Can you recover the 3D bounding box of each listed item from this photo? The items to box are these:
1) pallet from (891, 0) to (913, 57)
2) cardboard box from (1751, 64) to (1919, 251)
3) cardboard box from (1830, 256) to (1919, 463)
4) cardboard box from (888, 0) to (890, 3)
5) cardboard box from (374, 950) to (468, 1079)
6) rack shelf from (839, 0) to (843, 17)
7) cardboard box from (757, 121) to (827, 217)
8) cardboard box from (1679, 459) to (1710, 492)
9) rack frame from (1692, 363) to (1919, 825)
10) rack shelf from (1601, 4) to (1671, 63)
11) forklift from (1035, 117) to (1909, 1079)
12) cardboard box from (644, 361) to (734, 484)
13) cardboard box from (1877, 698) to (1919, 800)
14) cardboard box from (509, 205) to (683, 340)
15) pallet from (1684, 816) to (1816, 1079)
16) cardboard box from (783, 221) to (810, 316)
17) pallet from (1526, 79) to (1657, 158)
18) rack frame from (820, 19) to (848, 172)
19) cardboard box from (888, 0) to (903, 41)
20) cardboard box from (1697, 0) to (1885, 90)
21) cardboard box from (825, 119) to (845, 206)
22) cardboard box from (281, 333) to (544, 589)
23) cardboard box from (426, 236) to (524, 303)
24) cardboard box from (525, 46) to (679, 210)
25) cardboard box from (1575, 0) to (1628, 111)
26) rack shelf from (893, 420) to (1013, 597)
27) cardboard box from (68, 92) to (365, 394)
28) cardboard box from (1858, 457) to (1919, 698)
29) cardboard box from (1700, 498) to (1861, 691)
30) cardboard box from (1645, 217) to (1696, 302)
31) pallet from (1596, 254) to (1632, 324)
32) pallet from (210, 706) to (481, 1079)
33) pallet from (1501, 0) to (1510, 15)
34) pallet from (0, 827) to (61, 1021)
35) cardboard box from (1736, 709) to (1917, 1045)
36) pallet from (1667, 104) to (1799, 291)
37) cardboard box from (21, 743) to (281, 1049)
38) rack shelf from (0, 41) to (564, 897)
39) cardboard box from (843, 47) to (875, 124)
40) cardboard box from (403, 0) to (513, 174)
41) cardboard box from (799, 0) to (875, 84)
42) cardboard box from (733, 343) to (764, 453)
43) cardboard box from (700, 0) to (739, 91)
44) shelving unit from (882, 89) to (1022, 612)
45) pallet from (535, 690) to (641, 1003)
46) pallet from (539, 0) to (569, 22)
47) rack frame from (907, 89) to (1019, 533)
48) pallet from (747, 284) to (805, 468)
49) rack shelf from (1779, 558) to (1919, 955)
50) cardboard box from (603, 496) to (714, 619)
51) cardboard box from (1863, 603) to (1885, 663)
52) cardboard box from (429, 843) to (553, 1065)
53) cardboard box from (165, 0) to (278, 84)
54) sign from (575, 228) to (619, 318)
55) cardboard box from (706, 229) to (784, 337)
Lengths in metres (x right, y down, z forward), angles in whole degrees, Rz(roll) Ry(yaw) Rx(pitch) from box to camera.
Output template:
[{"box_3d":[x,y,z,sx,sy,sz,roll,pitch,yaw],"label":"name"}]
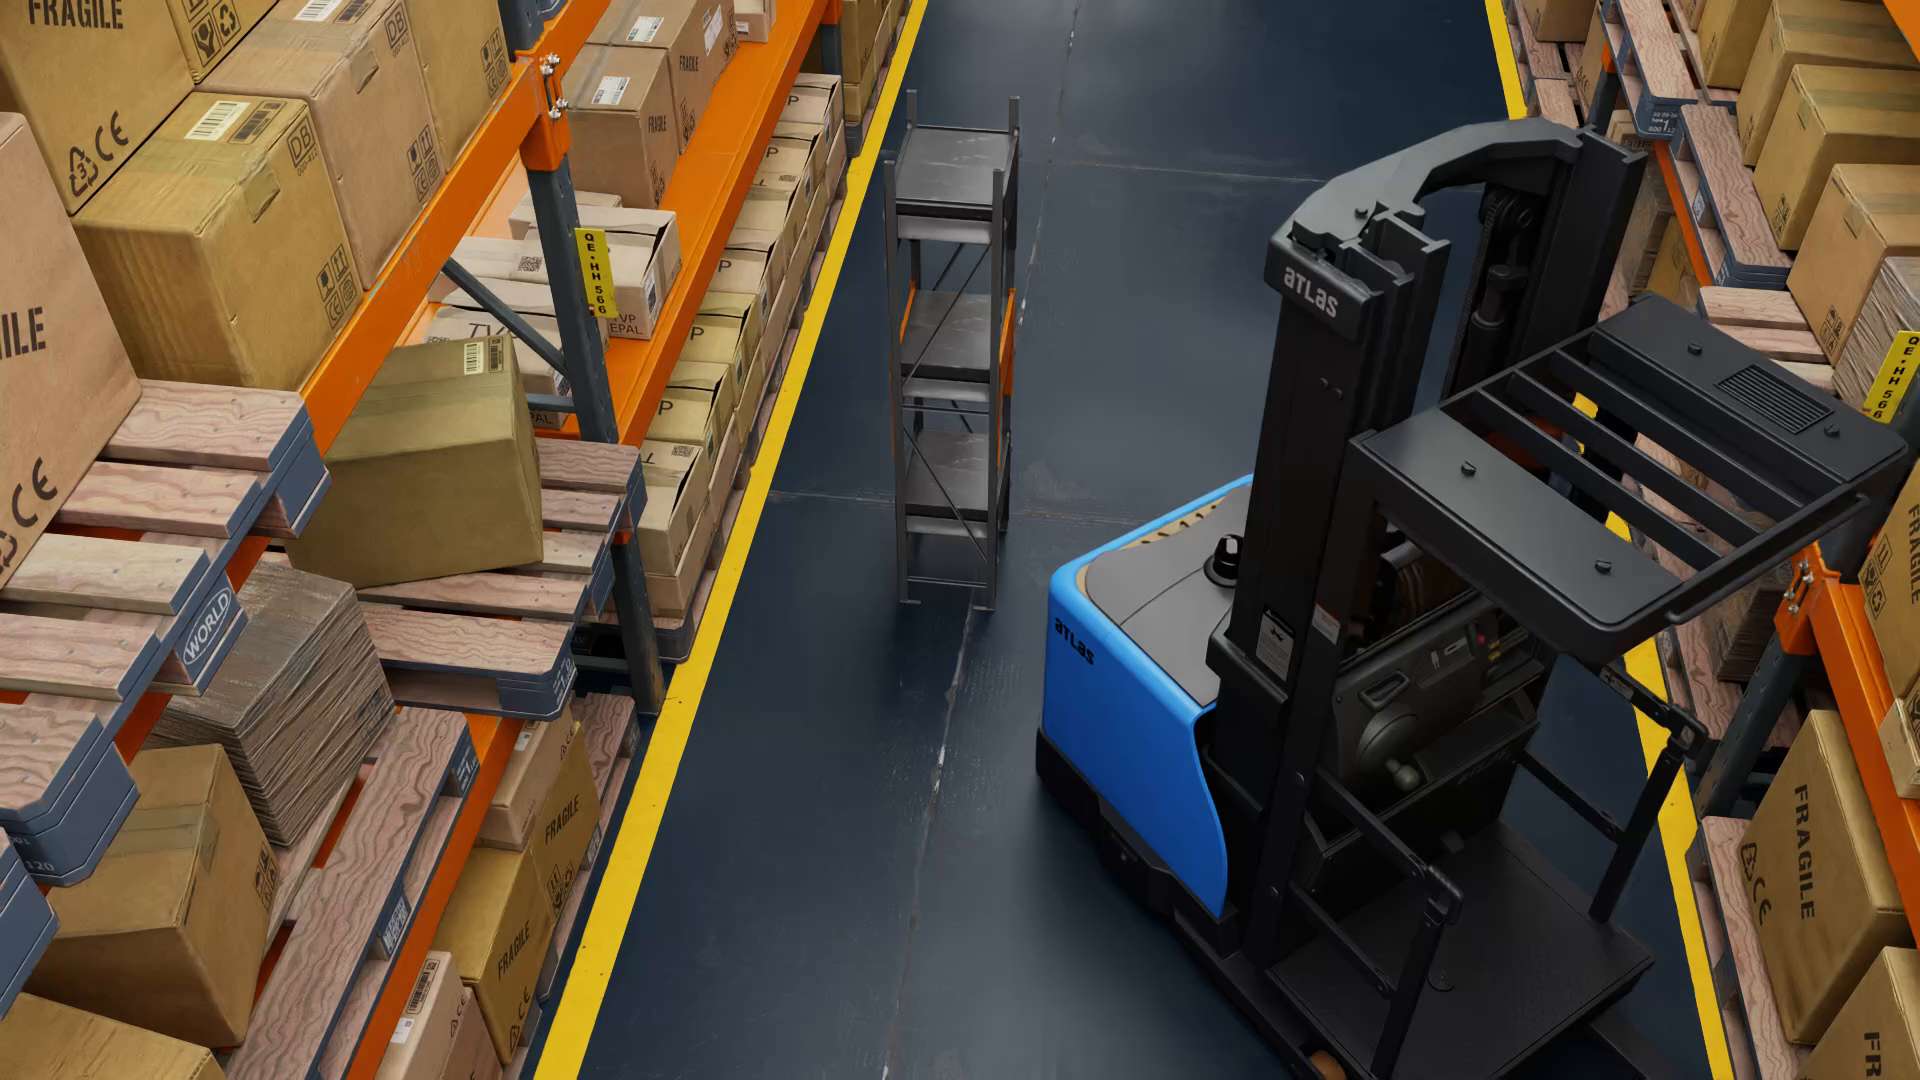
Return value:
[{"box_3d":[-0.838,-3.565,10.884,1.003,0.211,1.213,5,44,6],"label":"pallet"},{"box_3d":[3.433,-1.401,6.177,0.700,0.500,0.500,5,44,6],"label":"cardboard box"},{"box_3d":[3.291,-0.549,5.278,0.700,0.500,0.500,1,43,1],"label":"cardboard box"},{"box_3d":[-0.640,-3.601,10.043,0.500,0.500,0.500,5,44,6],"label":"cardboard box"},{"box_3d":[-1.698,1.391,4.574,0.500,0.250,0.500,4,44,5],"label":"cardboard box"},{"box_3d":[-0.879,-4.308,10.163,1.077,0.370,4.000,5,44,6],"label":"rack shelf"},{"box_3d":[-0.975,-1.906,8.390,0.500,0.311,0.500,6,44,7],"label":"cardboard box"},{"box_3d":[3.503,-0.461,7.076,0.700,0.500,0.500,5,44,5],"label":"cardboard box"},{"box_3d":[3.238,-0.032,5.124,1.000,3.000,0.127,5,44,6],"label":"rack frame"},{"box_3d":[4.032,-3.860,9.690,1.077,0.370,4.000,5,44,6],"label":"rack shelf"},{"box_3d":[1.531,0.473,4.640,1.130,2.935,3.031,-25,49,-24],"label":"forklift"},{"box_3d":[-1.251,-0.527,6.933,0.500,0.311,0.500,4,44,4],"label":"cardboard box"},{"box_3d":[2.804,0.600,4.626,0.380,0.149,0.250,6,44,7],"label":"cardboard box"},{"box_3d":[-1.362,-1.039,6.253,0.500,0.311,0.500,5,44,5],"label":"cardboard box"},{"box_3d":[3.059,1.511,5.523,1.003,0.211,1.213,5,44,6],"label":"pallet"},{"box_3d":[-1.047,-1.358,8.219,0.500,0.250,0.500,6,44,6],"label":"cardboard box"},{"box_3d":[3.821,-2.207,9.449,1.003,0.211,1.213,5,44,6],"label":"pallet"},{"box_3d":[-1.143,-3.206,8.476,1.000,3.000,0.127,5,44,6],"label":"rack frame"},{"box_3d":[-0.639,-3.329,10.301,0.500,0.250,0.500,5,44,6],"label":"cardboard box"},{"box_3d":[3.585,-2.230,7.053,0.700,0.500,0.500,9,44,10],"label":"cardboard box"},{"box_3d":[-0.911,-2.051,8.951,0.500,0.250,0.500,5,44,5],"label":"cardboard box"},{"box_3d":[-1.644,-0.229,4.954,0.700,0.500,0.500,-8,44,-9],"label":"cardboard box"},{"box_3d":[-1.827,-1.027,6.358,0.380,0.149,0.250,5,44,6],"label":"cardboard box"},{"box_3d":[-1.467,-1.661,6.772,0.500,0.500,0.500,3,44,3],"label":"cardboard box"},{"box_3d":[3.865,-2.721,9.463,0.500,0.500,0.500,2,43,2],"label":"cardboard box"},{"box_3d":[-0.022,-0.131,6.922,0.431,0.518,0.480,5,44,6],"label":"rack shelf"},{"box_3d":[-1.833,-0.603,3.473,0.910,0.500,0.500,5,44,6],"label":"cardboard box"},{"box_3d":[2.921,0.124,4.656,0.500,0.500,0.500,6,44,7],"label":"cardboard box"},{"box_3d":[3.282,0.220,6.356,0.700,0.500,0.500,6,44,6],"label":"cardboard box"},{"box_3d":[3.668,-1.150,7.804,0.700,0.500,0.500,4,44,5],"label":"cardboard box"},{"box_3d":[3.666,-1.215,8.402,1.003,0.211,1.213,5,44,6],"label":"pallet"},{"box_3d":[-1.925,0.916,4.263,1.003,0.211,1.213,5,44,6],"label":"pallet"},{"box_3d":[4.144,-3.869,11.205,1.003,0.211,1.213,5,44,6],"label":"pallet"},{"box_3d":[-2.045,0.787,2.214,1.213,0.211,1.003,5,44,6],"label":"pallet"},{"box_3d":[3.011,1.085,5.202,0.750,0.750,0.750,5,44,5],"label":"cardboard box"},{"box_3d":[3.460,-1.315,6.619,1.003,0.211,1.213,5,44,6],"label":"pallet"},{"box_3d":[-2.029,0.848,3.817,0.700,0.500,0.500,-5,44,-5],"label":"cardboard box"},{"box_3d":[-1.937,0.055,3.374,1.077,0.370,4.000,5,44,6],"label":"rack shelf"},{"box_3d":[-0.782,-2.648,9.582,0.500,0.250,0.500,5,44,6],"label":"cardboard box"},{"box_3d":[-1.697,-1.305,4.214,0.910,0.500,0.500,5,44,6],"label":"cardboard box"},{"box_3d":[-0.772,-2.920,9.323,0.500,0.500,0.500,5,44,6],"label":"cardboard box"},{"box_3d":[-1.184,-0.662,7.484,0.500,0.250,0.500,4,44,4],"label":"cardboard box"},{"box_3d":[-1.331,-2.361,7.512,0.500,0.500,0.500,8,44,9],"label":"cardboard box"},{"box_3d":[-0.022,-0.650,6.431,0.431,2.100,0.503,5,44,6],"label":"shelving unit"},{"box_3d":[-1.808,1.038,6.022,1.003,0.211,1.213,5,44,6],"label":"pallet"},{"box_3d":[-1.671,-1.971,5.128,1.213,0.211,1.003,7,44,7],"label":"pallet"},{"box_3d":[0.010,-0.816,6.607,0.400,2.100,0.015,5,44,6],"label":"rack frame"},{"box_3d":[-1.361,-0.854,8.020,1.003,0.211,1.213,5,44,6],"label":"pallet"},{"box_3d":[2.974,1.592,3.932,1.077,0.370,4.000,5,44,6],"label":"rack shelf"},{"box_3d":[-1.312,0.036,6.747,0.500,0.250,0.500,5,44,5],"label":"cardboard box"},{"box_3d":[2.965,0.255,4.989,0.380,0.149,0.250,5,44,5],"label":"cardboard box"},{"box_3d":[-1.632,1.279,5.237,0.500,0.500,0.500,4,44,4],"label":"cardboard box"},{"box_3d":[-1.804,-1.324,3.507,0.500,0.500,0.500,5,44,6],"label":"cardboard box"},{"box_3d":[-1.133,-0.829,5.181,0.100,0.325,0.005,5,44,6],"label":"sign"},{"box_3d":[-1.114,-1.224,7.670,0.500,0.311,0.500,5,44,5],"label":"cardboard box"}]
